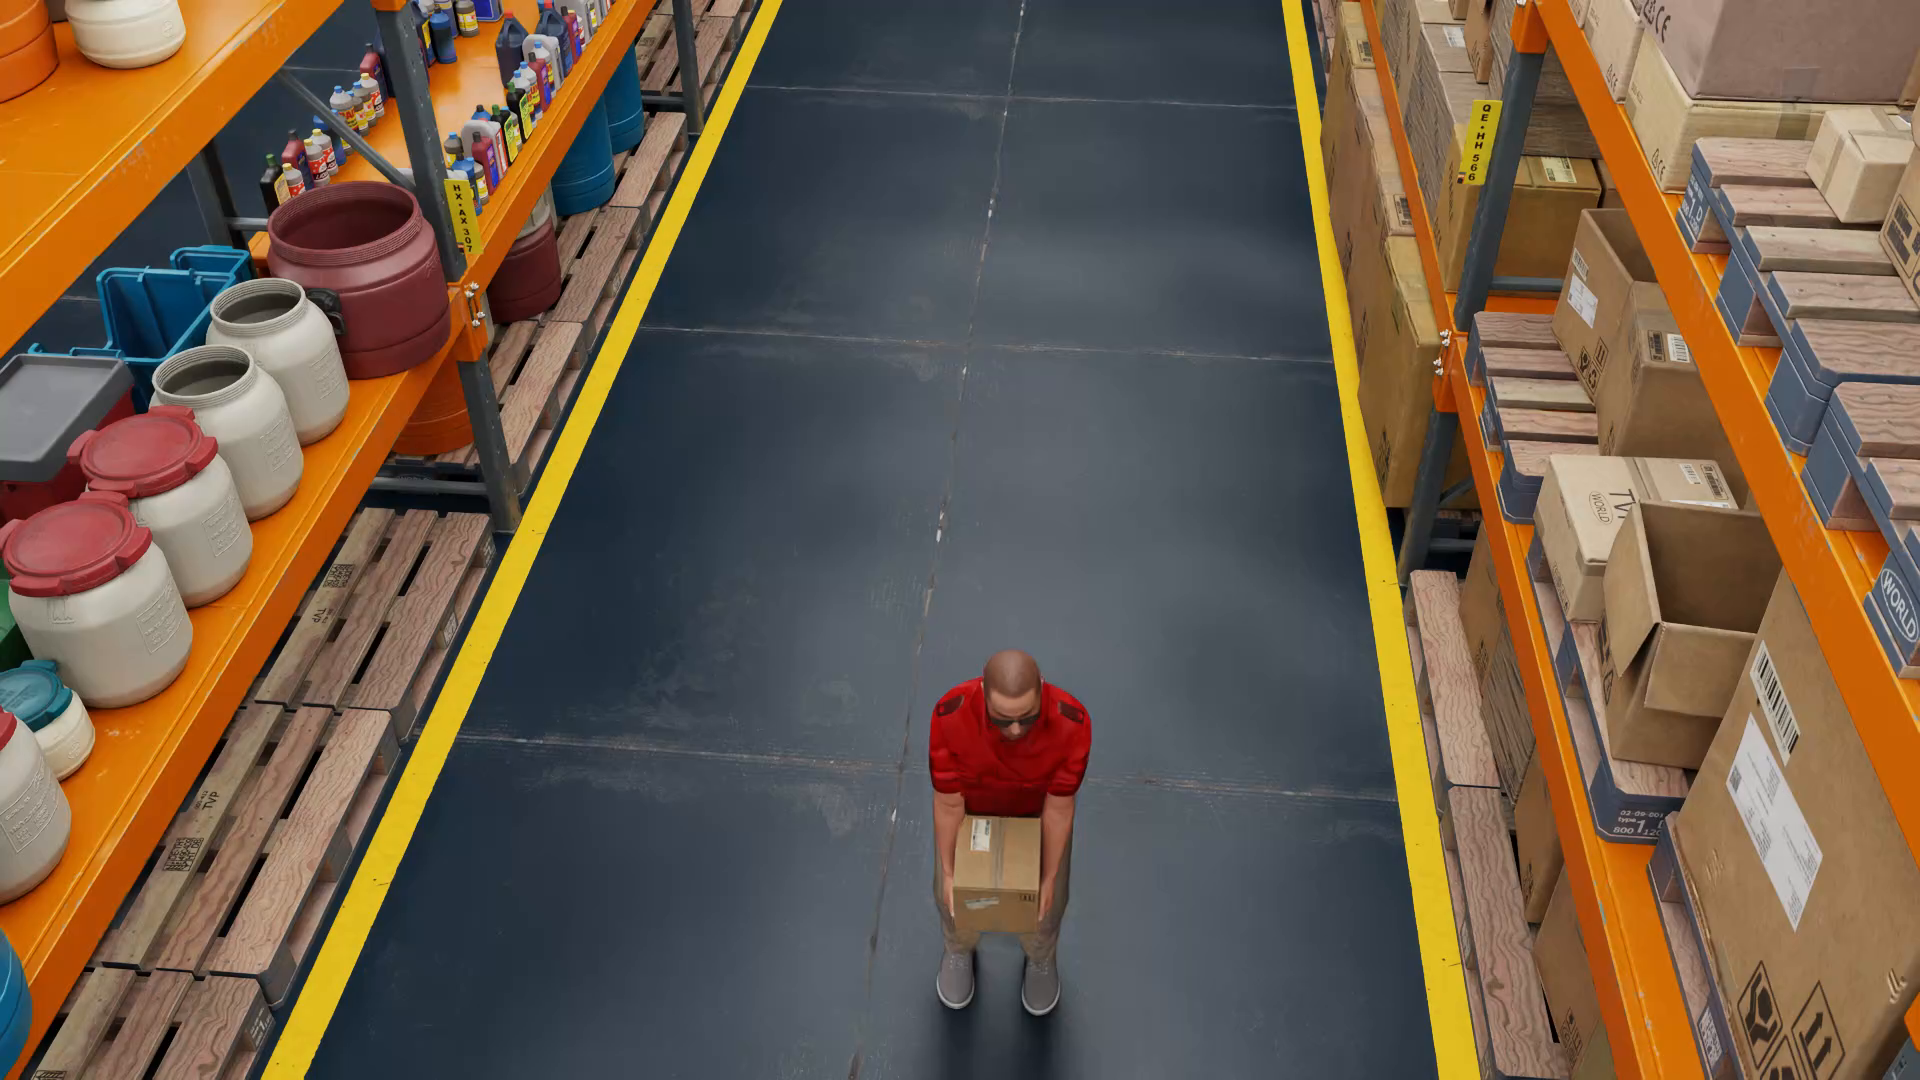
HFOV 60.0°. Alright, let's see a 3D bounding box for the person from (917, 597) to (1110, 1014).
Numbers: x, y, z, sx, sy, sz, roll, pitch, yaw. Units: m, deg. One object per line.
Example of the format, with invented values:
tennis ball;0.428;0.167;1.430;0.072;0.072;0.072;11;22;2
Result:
person;0.158;0.811;5.194;0.599;1.726;0.393;1;40;1
